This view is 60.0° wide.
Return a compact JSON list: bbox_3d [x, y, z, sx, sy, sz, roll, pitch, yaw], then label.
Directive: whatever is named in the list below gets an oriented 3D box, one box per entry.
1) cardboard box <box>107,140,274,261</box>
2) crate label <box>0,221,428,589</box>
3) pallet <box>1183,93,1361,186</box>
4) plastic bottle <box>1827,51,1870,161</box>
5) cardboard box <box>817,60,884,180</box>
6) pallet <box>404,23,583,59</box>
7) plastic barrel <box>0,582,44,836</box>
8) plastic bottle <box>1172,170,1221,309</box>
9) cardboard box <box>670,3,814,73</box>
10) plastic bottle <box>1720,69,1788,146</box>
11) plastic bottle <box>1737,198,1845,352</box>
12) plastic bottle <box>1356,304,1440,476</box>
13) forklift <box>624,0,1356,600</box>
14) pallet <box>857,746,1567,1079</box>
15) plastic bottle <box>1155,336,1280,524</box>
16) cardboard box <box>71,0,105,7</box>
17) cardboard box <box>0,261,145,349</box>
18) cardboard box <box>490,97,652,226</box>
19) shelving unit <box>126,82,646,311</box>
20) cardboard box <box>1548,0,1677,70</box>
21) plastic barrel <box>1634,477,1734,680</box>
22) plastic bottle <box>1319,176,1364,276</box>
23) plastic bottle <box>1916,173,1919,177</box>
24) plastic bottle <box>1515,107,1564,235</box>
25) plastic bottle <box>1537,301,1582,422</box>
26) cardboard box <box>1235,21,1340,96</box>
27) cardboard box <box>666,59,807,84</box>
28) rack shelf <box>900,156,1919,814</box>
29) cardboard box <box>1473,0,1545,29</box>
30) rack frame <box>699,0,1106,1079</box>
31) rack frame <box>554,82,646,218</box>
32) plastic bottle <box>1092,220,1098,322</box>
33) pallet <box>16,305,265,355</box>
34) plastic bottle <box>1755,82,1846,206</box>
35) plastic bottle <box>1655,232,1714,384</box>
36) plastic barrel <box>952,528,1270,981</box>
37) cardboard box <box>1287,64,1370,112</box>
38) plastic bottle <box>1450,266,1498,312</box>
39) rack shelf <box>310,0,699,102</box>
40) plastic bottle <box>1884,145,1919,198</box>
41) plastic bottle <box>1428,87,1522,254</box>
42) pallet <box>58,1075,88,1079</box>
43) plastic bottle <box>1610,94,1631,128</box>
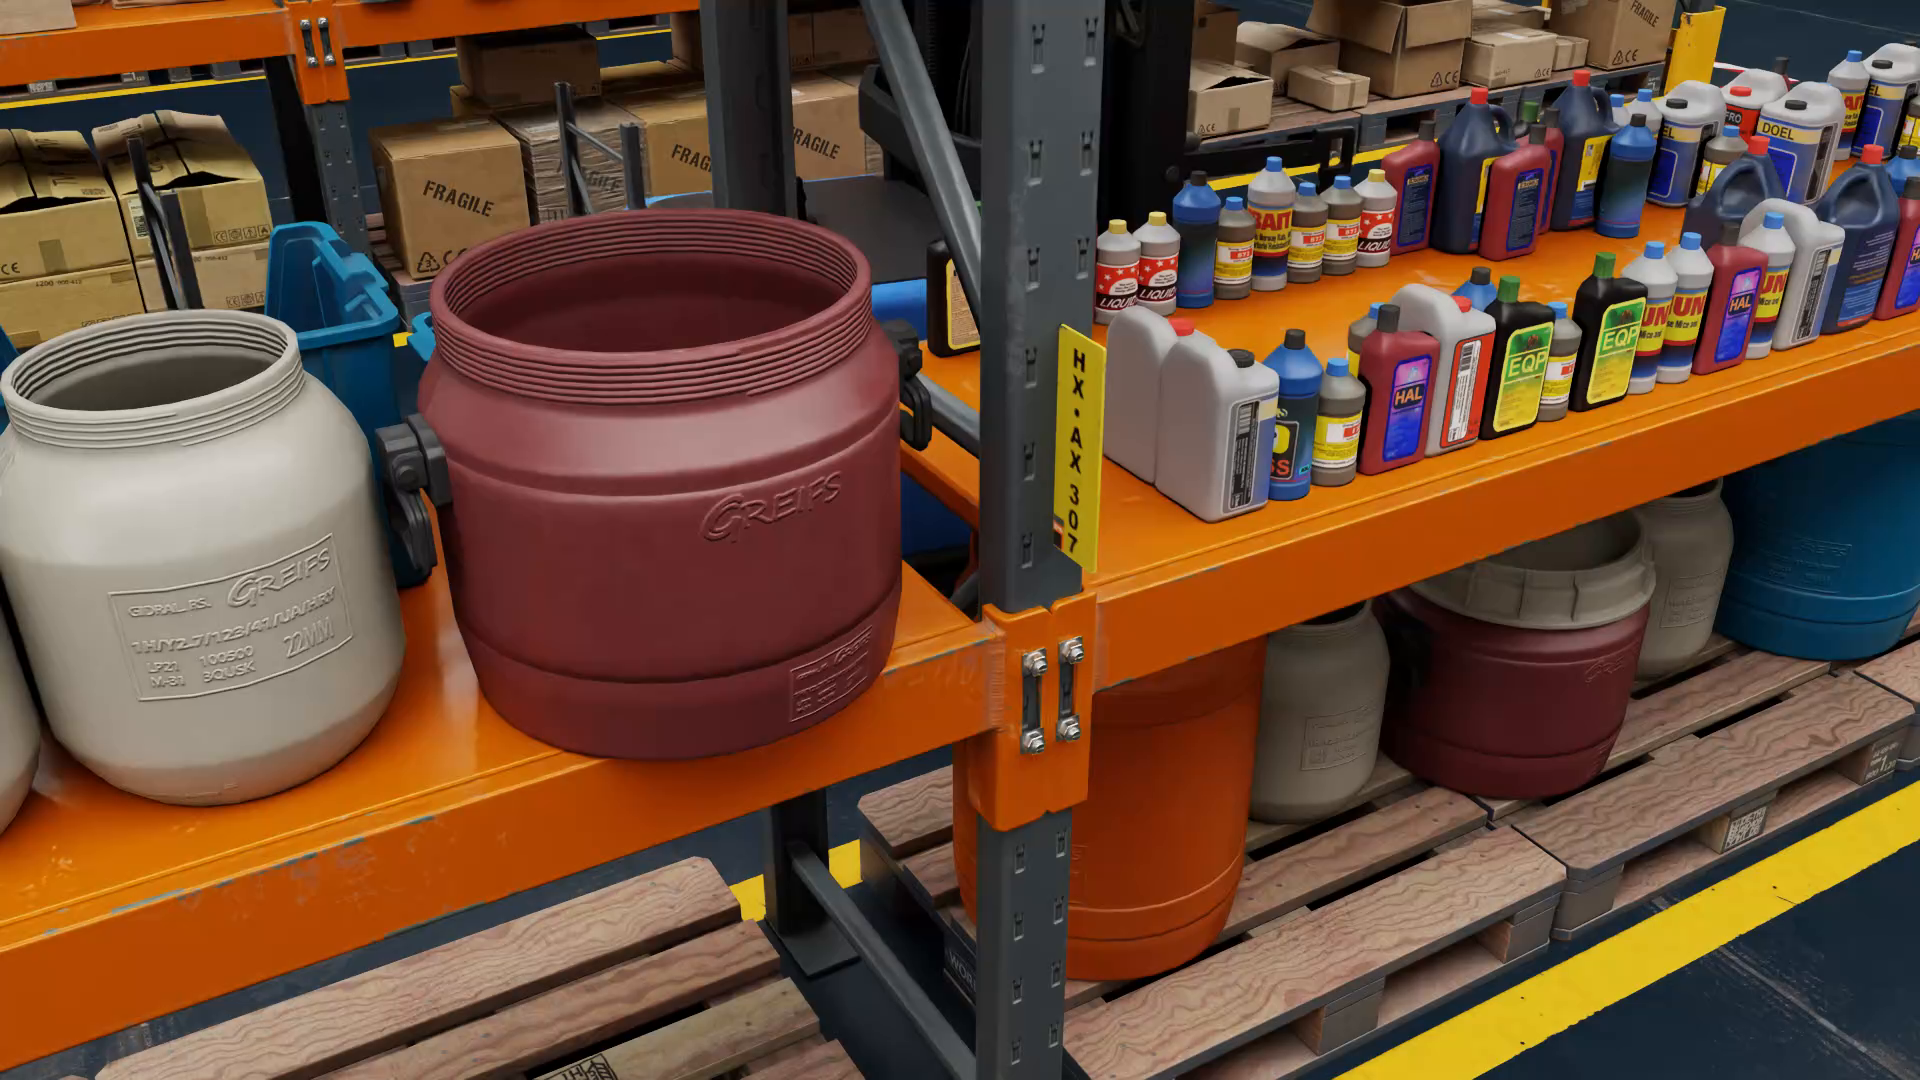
[{"bbox_3d":[-2.962,-1.331,6.389,0.500,0.311,0.500,-15,32,-25],"label":"cardboard box"},{"bbox_3d":[-1.123,-0.157,2.394,0.616,0.435,0.502,-16,33,-26],"label":"crate label"},{"bbox_3d":[1.406,-2.262,9.131,1.213,0.211,1.003,-16,33,-26],"label":"pallet"},{"bbox_3d":[2.298,-1.134,4.333,0.097,0.271,0.097,0,29,0],"label":"plastic bottle"},{"bbox_3d":[-0.330,-1.934,7.781,0.500,0.500,0.500,-15,32,-26],"label":"cardboard box"},{"bbox_3d":[-3.380,-3.637,11.621,1.213,0.211,1.003,-16,33,-26],"label":"pallet"},{"bbox_3d":[-1.271,0.123,1.807,0.421,0.512,0.421,0,29,0],"label":"plastic barrel"},{"bbox_3d":[0.479,-0.617,3.397,0.097,0.271,0.097,0,29,0],"label":"plastic bottle"},{"bbox_3d":[-1.022,-2.358,7.773,0.500,0.250,0.500,-17,33,-27],"label":"cardboard box"},{"bbox_3d":[1.929,-1.016,4.115,0.135,0.276,0.152,-16,33,-26],"label":"plastic bottle"},{"bbox_3d":[1.603,-0.529,3.232,0.135,0.276,0.152,-16,33,-26],"label":"plastic bottle"},{"bbox_3d":[0.714,-0.254,2.726,0.133,0.283,0.061,-16,33,-26],"label":"plastic bottle"},{"bbox_3d":[0.573,-1.364,4.688,3.031,2.935,1.130,-10,31,-18],"label":"forklift"},{"bbox_3d":[0.529,0.738,3.694,1.213,0.211,1.003,-16,33,-26],"label":"pallet"},{"bbox_3d":[0.408,-0.189,2.617,0.135,0.276,0.152,-16,33,-26],"label":"plastic bottle"},{"bbox_3d":[-3.505,-2.159,6.151,0.500,0.311,0.500,-16,33,-27],"label":"cardboard box"},{"bbox_3d":[-3.408,-0.959,6.294,0.500,0.250,0.500,-16,33,-27],"label":"cardboard box"},{"bbox_3d":[-1.650,-1.558,7.100,0.500,0.500,0.500,-17,33,-28],"label":"cardboard box"},{"bbox_3d":[-1.326,-0.292,4.227,1.083,1.500,0.587,-17,33,-27],"label":"shelving unit"},{"bbox_3d":[3.918,-3.157,9.999,0.500,0.500,0.500,-16,33,-26],"label":"cardboard box"},{"bbox_3d":[1.699,0.054,4.187,0.421,0.512,0.421,0,29,0],"label":"plastic barrel"},{"bbox_3d":[0.815,-0.682,3.587,0.097,0.201,0.097,0,29,0],"label":"plastic bottle"},{"bbox_3d":[2.078,-0.663,3.476,0.135,0.276,0.152,-16,33,-26],"label":"plastic bottle"},{"bbox_3d":[1.294,-0.830,3.771,0.133,0.283,0.061,-16,33,-26],"label":"plastic bottle"},{"bbox_3d":[1.035,-0.319,2.930,0.097,0.201,0.097,0,29,0],"label":"plastic bottle"},{"bbox_3d":[1.807,-2.772,9.497,0.500,0.311,0.500,-16,33,-26],"label":"cardboard box"},{"bbox_3d":[-1.052,-2.019,7.936,0.500,0.500,0.500,-17,33,-28],"label":"cardboard box"},{"bbox_3d":[1.595,-0.447,3.700,4.000,0.370,1.077,-16,33,-26],"label":"rack shelf"},{"bbox_3d":[3.218,-3.146,10.237,0.500,0.250,0.500,-16,33,-26],"label":"cardboard box"},{"bbox_3d":[-0.129,-0.272,2.639,0.127,3.000,1.000,-16,33,-26],"label":"rack frame"},{"bbox_3d":[-0.900,-0.418,4.455,0.032,1.500,0.500,-17,33,-27],"label":"rack frame"},{"bbox_3d":[0.202,-0.554,3.271,0.133,0.283,0.061,-16,33,-26],"label":"plastic bottle"},{"bbox_3d":[-3.365,-0.930,6.718,1.213,0.211,1.003,-16,33,-26],"label":"pallet"},{"bbox_3d":[2.006,-0.952,4.000,0.135,0.276,0.152,-16,33,-26],"label":"plastic bottle"},{"bbox_3d":[1.318,-0.430,3.059,0.097,0.271,0.097,0,29,0],"label":"plastic bottle"},{"bbox_3d":[0.284,0.367,3.292,0.708,0.830,0.600,-16,33,-26],"label":"plastic barrel"},{"bbox_3d":[2.025,-2.496,9.146,0.250,0.166,0.380,-16,33,-26],"label":"cardboard box"},{"bbox_3d":[0.890,-0.343,2.900,0.097,0.271,0.097,0,29,0],"label":"plastic bottle"},{"bbox_3d":[-0.911,-2.511,7.440,4.000,0.370,1.077,-16,33,-26],"label":"rack shelf"},{"bbox_3d":[1.998,-0.709,3.563,0.097,0.271,0.097,0,29,0],"label":"plastic bottle"},{"bbox_3d":[1.147,-0.829,3.698,0.185,0.351,0.144,-16,33,-26],"label":"plastic bottle"},{"bbox_3d":[-1.867,1.419,2.461,1.213,0.211,1.003,-16,33,-26],"label":"pallet"},{"bbox_3d":[1.531,-0.916,3.939,0.097,0.271,0.097,0,29,0],"label":"plastic bottle"}]
